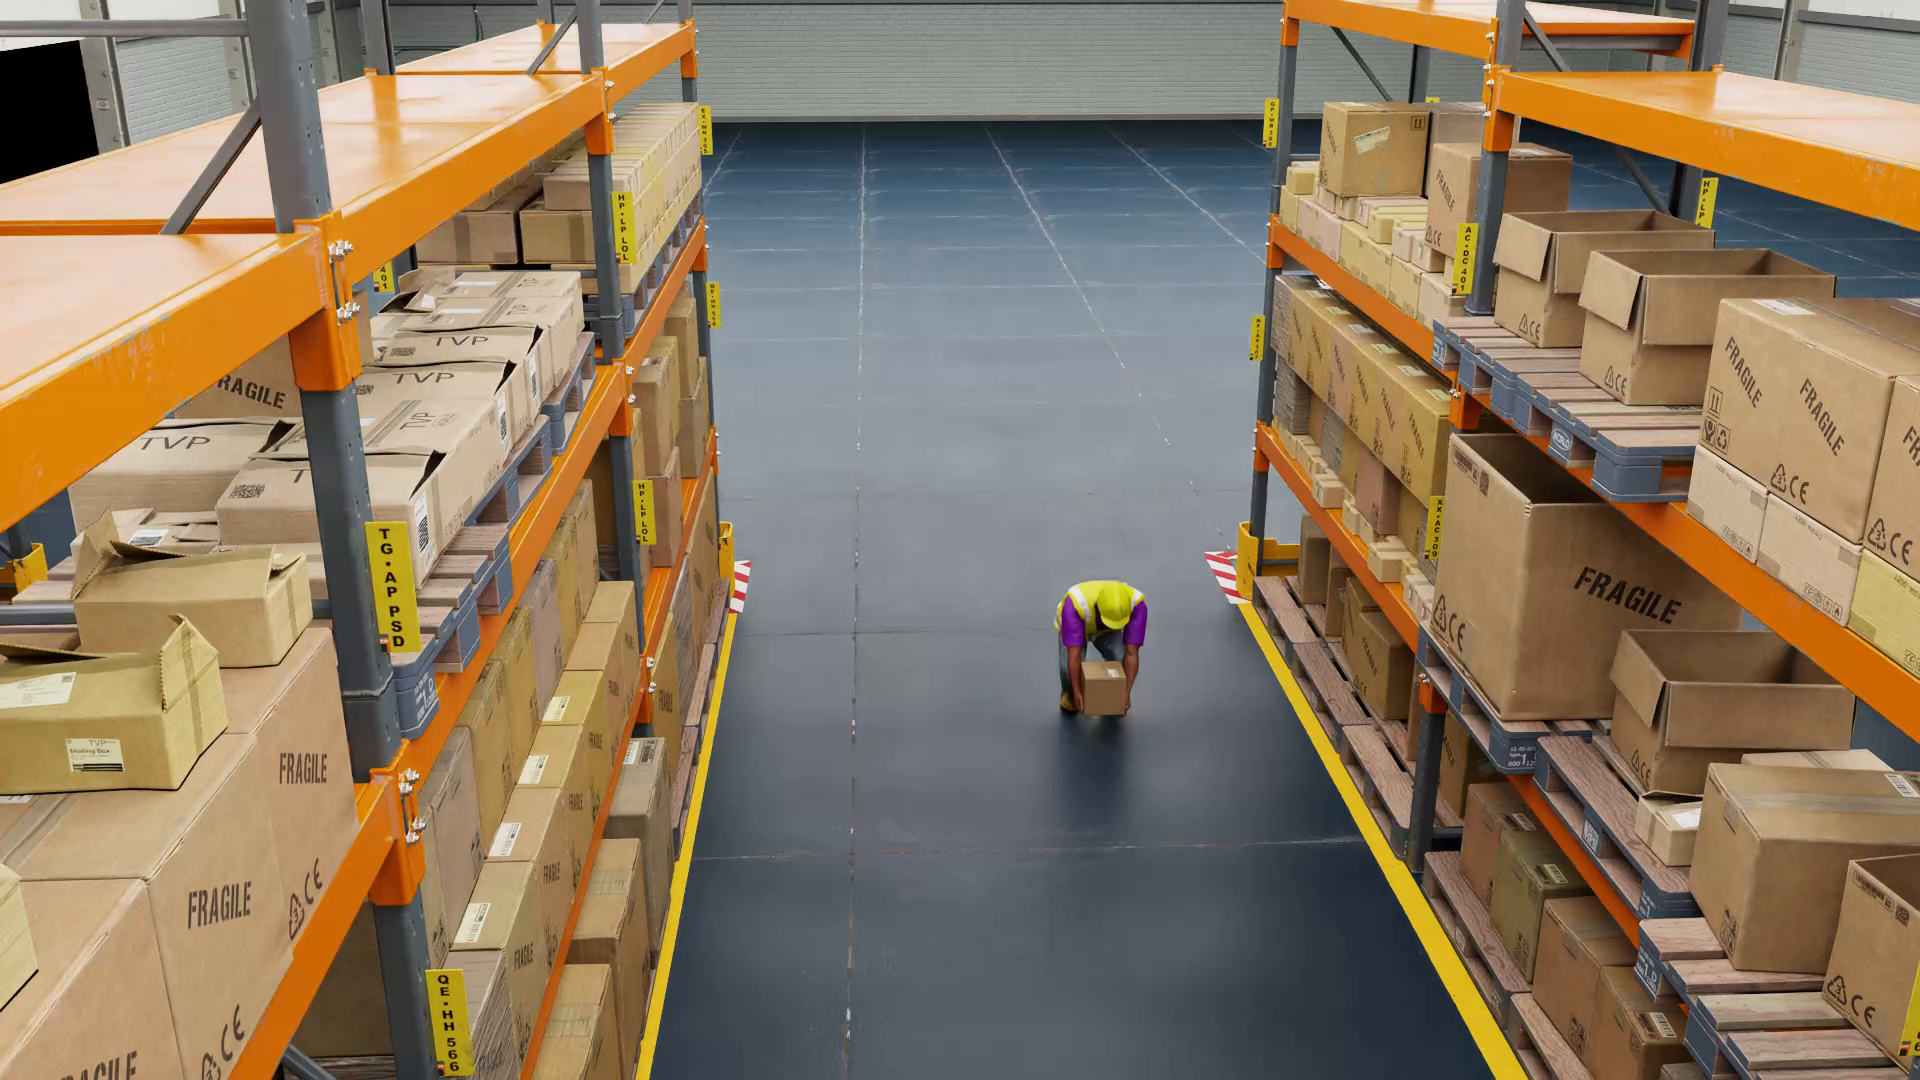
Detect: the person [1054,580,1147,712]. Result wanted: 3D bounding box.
[{"bbox_3d":[0.886,0.628,10.444,0.540,1.012,0.901,-2,20,-4],"label":"person"}]
